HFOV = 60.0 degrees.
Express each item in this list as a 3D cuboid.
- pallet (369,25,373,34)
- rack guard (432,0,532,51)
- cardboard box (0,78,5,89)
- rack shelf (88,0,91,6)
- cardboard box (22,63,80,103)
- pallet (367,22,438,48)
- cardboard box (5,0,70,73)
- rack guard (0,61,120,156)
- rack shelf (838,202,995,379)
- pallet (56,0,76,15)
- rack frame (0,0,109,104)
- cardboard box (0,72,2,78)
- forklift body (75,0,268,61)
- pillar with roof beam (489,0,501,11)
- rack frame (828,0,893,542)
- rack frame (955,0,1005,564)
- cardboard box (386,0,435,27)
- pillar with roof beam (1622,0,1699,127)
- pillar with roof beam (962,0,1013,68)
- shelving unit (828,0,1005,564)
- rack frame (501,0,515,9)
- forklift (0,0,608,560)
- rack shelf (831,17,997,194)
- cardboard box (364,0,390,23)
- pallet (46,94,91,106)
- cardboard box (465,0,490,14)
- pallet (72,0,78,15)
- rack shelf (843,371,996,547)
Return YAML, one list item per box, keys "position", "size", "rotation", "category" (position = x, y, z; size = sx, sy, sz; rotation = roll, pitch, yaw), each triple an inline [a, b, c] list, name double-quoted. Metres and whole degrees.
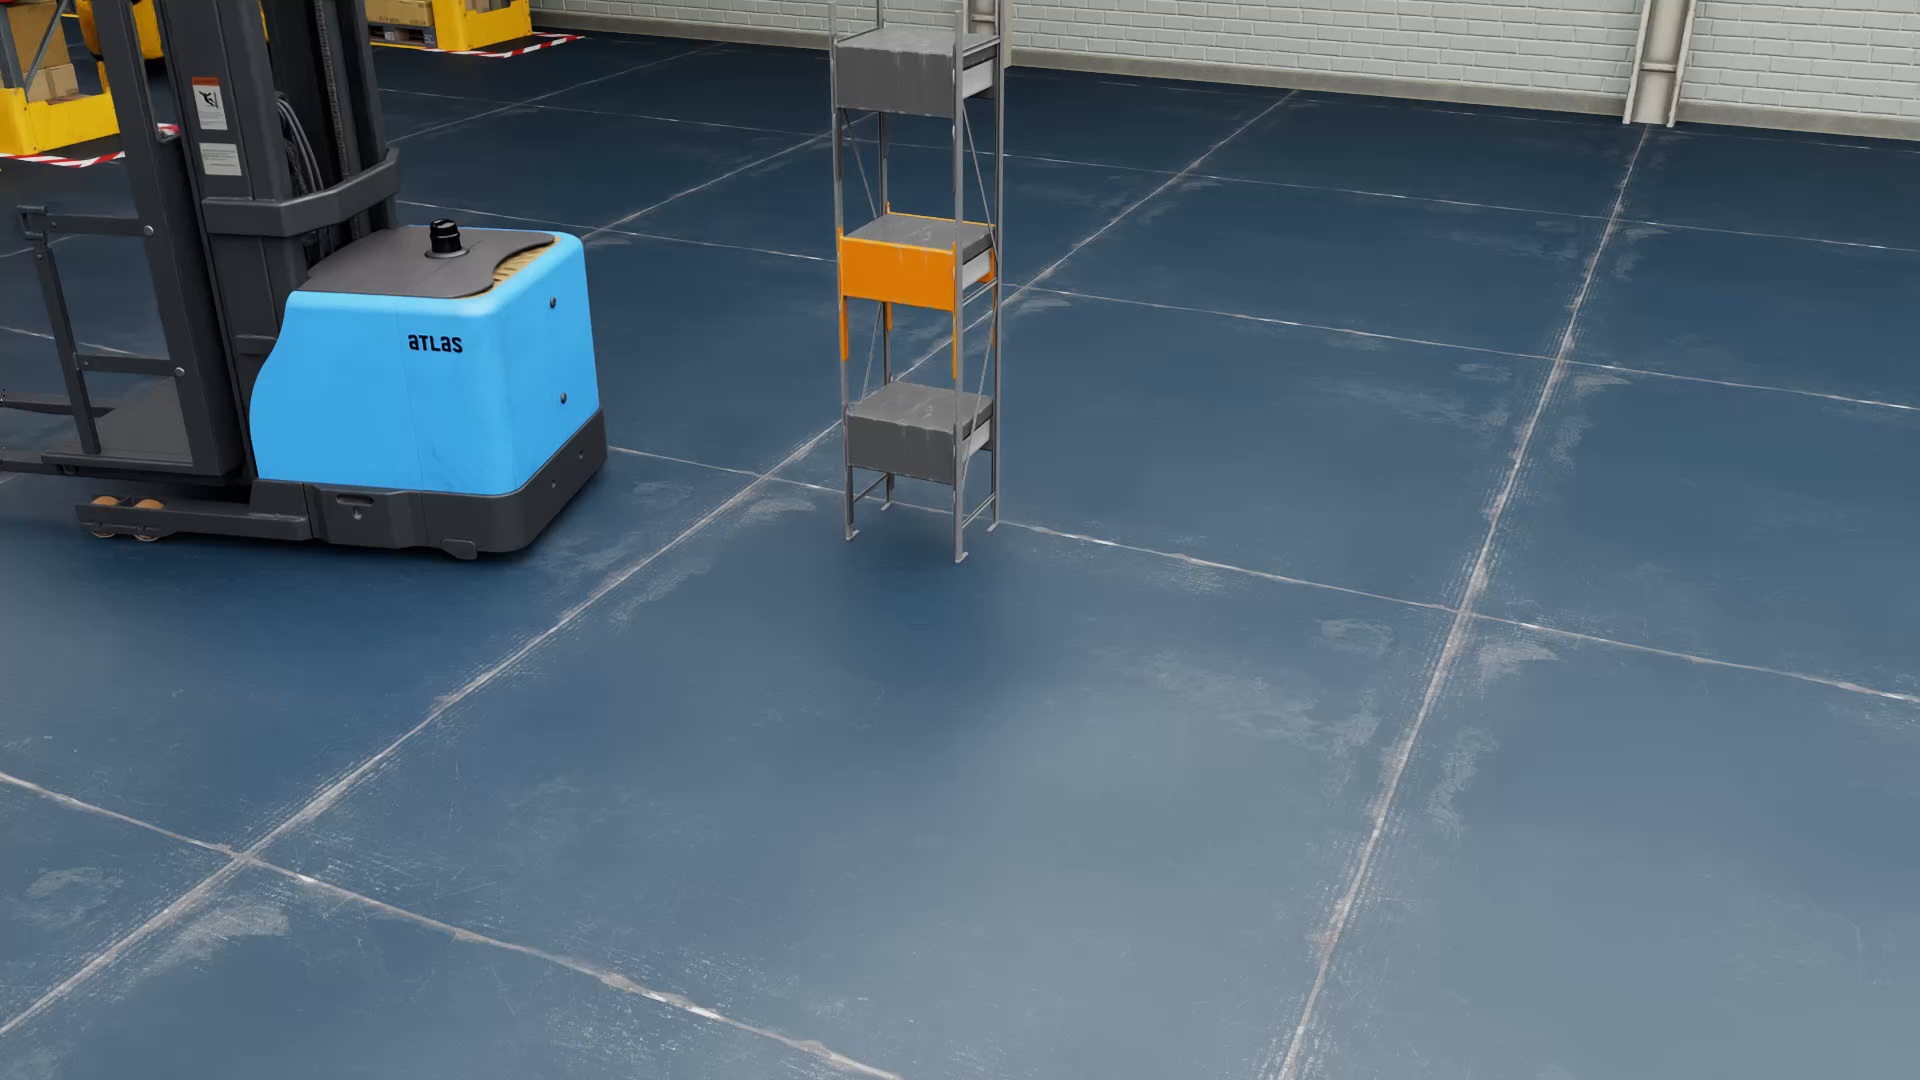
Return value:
- position: [-6.759, -5.622, 17.930]
  size: [1.213, 0.211, 1.003]
  rotation: [11, 28, 22]
  category: "pallet"
- position: [-4.917, -5.401, 17.153]
  size: [0.348, 0.500, 1.175]
  rotation: [11, 28, 22]
  category: "rack guard"
- position: [-7.860, -3.529, 13.159]
  size: [0.500, 0.250, 0.500]
  rotation: [11, 28, 22]
  category: "cardboard box"
- position: [-8.811, -4.573, 13.456]
  size: [4.000, 0.370, 1.077]
  rotation: [11, 28, 22]
  category: "rack shelf"
- position: [-7.610, -3.743, 13.595]
  size: [0.500, 0.250, 0.500]
  rotation: [11, 28, 21]
  category: "cardboard box"
- position: [-5.653, -5.398, 17.476]
  size: [1.213, 0.211, 1.003]
  rotation: [11, 28, 22]
  category: "pallet"
- position: [-7.632, -4.084, 13.437]
  size: [0.500, 0.500, 0.500]
  rotation: [10, 28, 20]
  category: "cardboard box"
- position: [-7.060, -3.422, 13.135]
  size: [0.348, 0.500, 1.175]
  rotation: [11, 28, 22]
  category: "rack guard"
- position: [-0.151, -0.960, 6.354]
  size: [0.480, 0.518, 0.431]
  rotation: [11, 28, 22]
  category: "rack shelf"
- position: [-10.382, -6.348, 19.405]
  size: [1.213, 0.211, 1.003]
  rotation: [11, 28, 22]
  category: "pallet"
- position: [-6.991, -4.530, 12.555]
  size: [0.127, 3.000, 1.000]
  rotation: [11, 28, 22]
  category: "rack frame"
- position: [-7.828, -3.863, 12.988]
  size: [0.500, 0.500, 0.500]
  rotation: [12, 28, 22]
  category: "cardboard box"
- position: [-7.421, -5.759, 16.012]
  size: [1.214, 2.155, 2.313]
  rotation: [11, 28, 22]
  category: "forklift body"
- position: [-6.982, -7.977, 12.764]
  size: [0.400, 9.000, 9.100]
  rotation: [11, 28, 22]
  category: "pillar with roof beam"
- position: [-0.373, -1.017, 6.438]
  size: [0.015, 2.100, 0.400]
  rotation: [11, 28, 22]
  category: "rack frame"
- position: [0.071, -0.928, 6.257]
  size: [0.015, 2.100, 0.400]
  rotation: [11, 28, 22]
  category: "rack frame"
- position: [-5.498, -5.440, 17.041]
  size: [0.500, 0.250, 0.500]
  rotation: [12, 28, 22]
  category: "cardboard box"
- position: [3.942, -5.782, 8.307]
  size: [0.400, 9.000, 9.100]
  rotation: [11, 28, 22]
  category: "pillar with roof beam"
- position: [-1.520, -6.880, 10.535]
  size: [0.400, 9.000, 9.100]
  rotation: [11, 28, 22]
  category: "pillar with roof beam"
- position: [-0.151, -0.972, 6.348]
  size: [0.503, 2.100, 0.431]
  rotation: [11, 28, 22]
  category: "shelving unit"
- position: [-4.939, -6.526, 16.610]
  size: [0.127, 3.000, 1.000]
  rotation: [11, 28, 22]
  category: "rack frame"
- position: [-3.117, -1.533, 6.546]
  size: [3.031, 2.935, 1.130]
  rotation: [4, 27, 9]
  category: "forklift"
- position: [-0.151, -1.588, 6.045]
  size: [0.480, 0.518, 0.431]
  rotation: [11, 28, 22]
  category: "rack shelf"
- position: [-5.947, -5.535, 17.233]
  size: [0.500, 0.250, 0.500]
  rotation: [11, 28, 22]
  category: "cardboard box"
- position: [-7.785, -3.455, 13.529]
  size: [1.213, 0.211, 1.003]
  rotation: [11, 28, 22]
  category: "pallet"
- position: [-5.305, -5.650, 17.467]
  size: [0.500, 0.250, 0.500]
  rotation: [11, 28, 22]
  category: "cardboard box"
- position: [-9.267, -6.126, 18.953]
  size: [1.213, 0.211, 1.003]
  rotation: [11, 28, 22]
  category: "pallet"
- position: [-0.151, -0.332, 6.663]
  size: [0.480, 0.518, 0.431]
  rotation: [11, 28, 22]
  category: "rack shelf"
